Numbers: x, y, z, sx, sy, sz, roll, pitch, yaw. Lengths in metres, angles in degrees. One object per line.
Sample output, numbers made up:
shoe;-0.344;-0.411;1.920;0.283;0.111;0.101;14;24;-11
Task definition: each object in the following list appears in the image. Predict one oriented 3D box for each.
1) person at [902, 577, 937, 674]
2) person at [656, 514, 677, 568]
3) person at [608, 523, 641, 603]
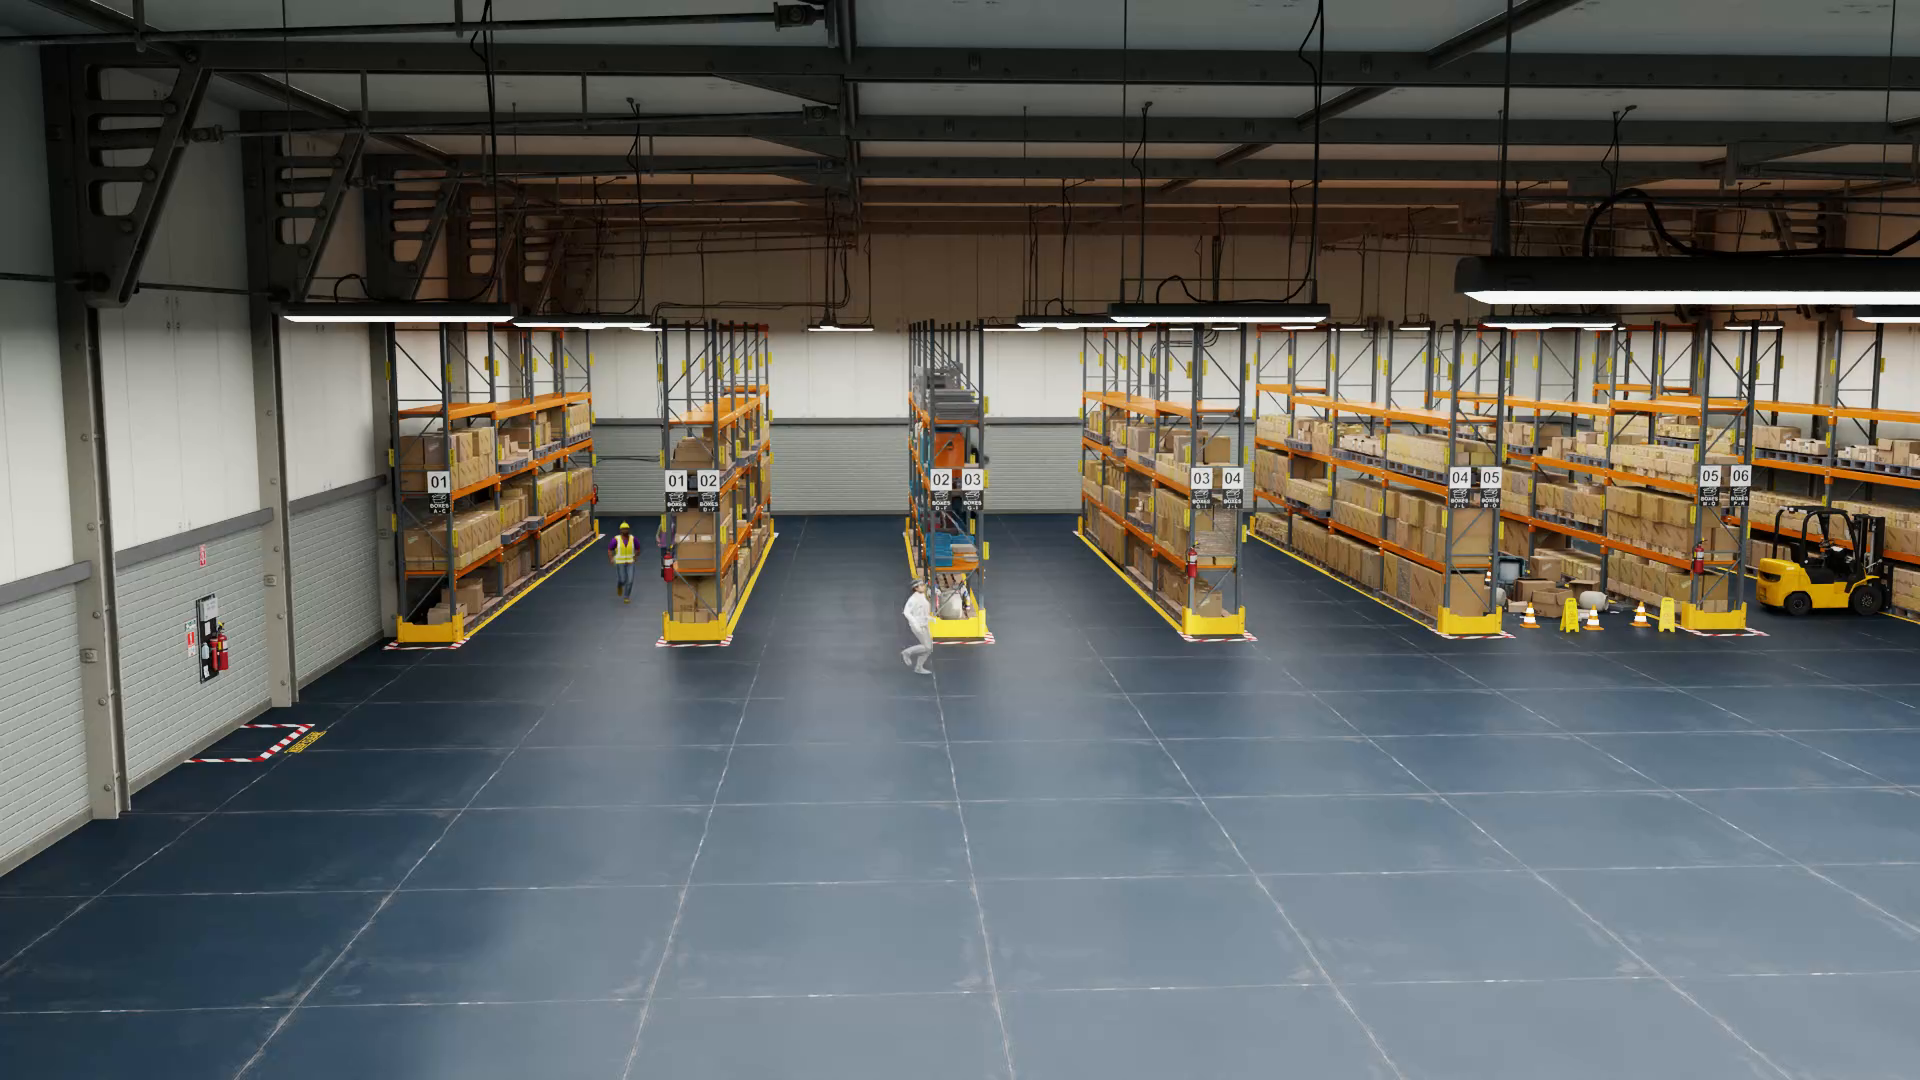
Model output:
person;-0.690;1.443;28.154;0.544;1.649;0.631;3;8;23
person;-6.853;0.150;38.975;0.537;1.558;0.549;-1;7;-11
person;-7.152;0.486;35.551;0.701;1.716;0.587;-3;8;-20
